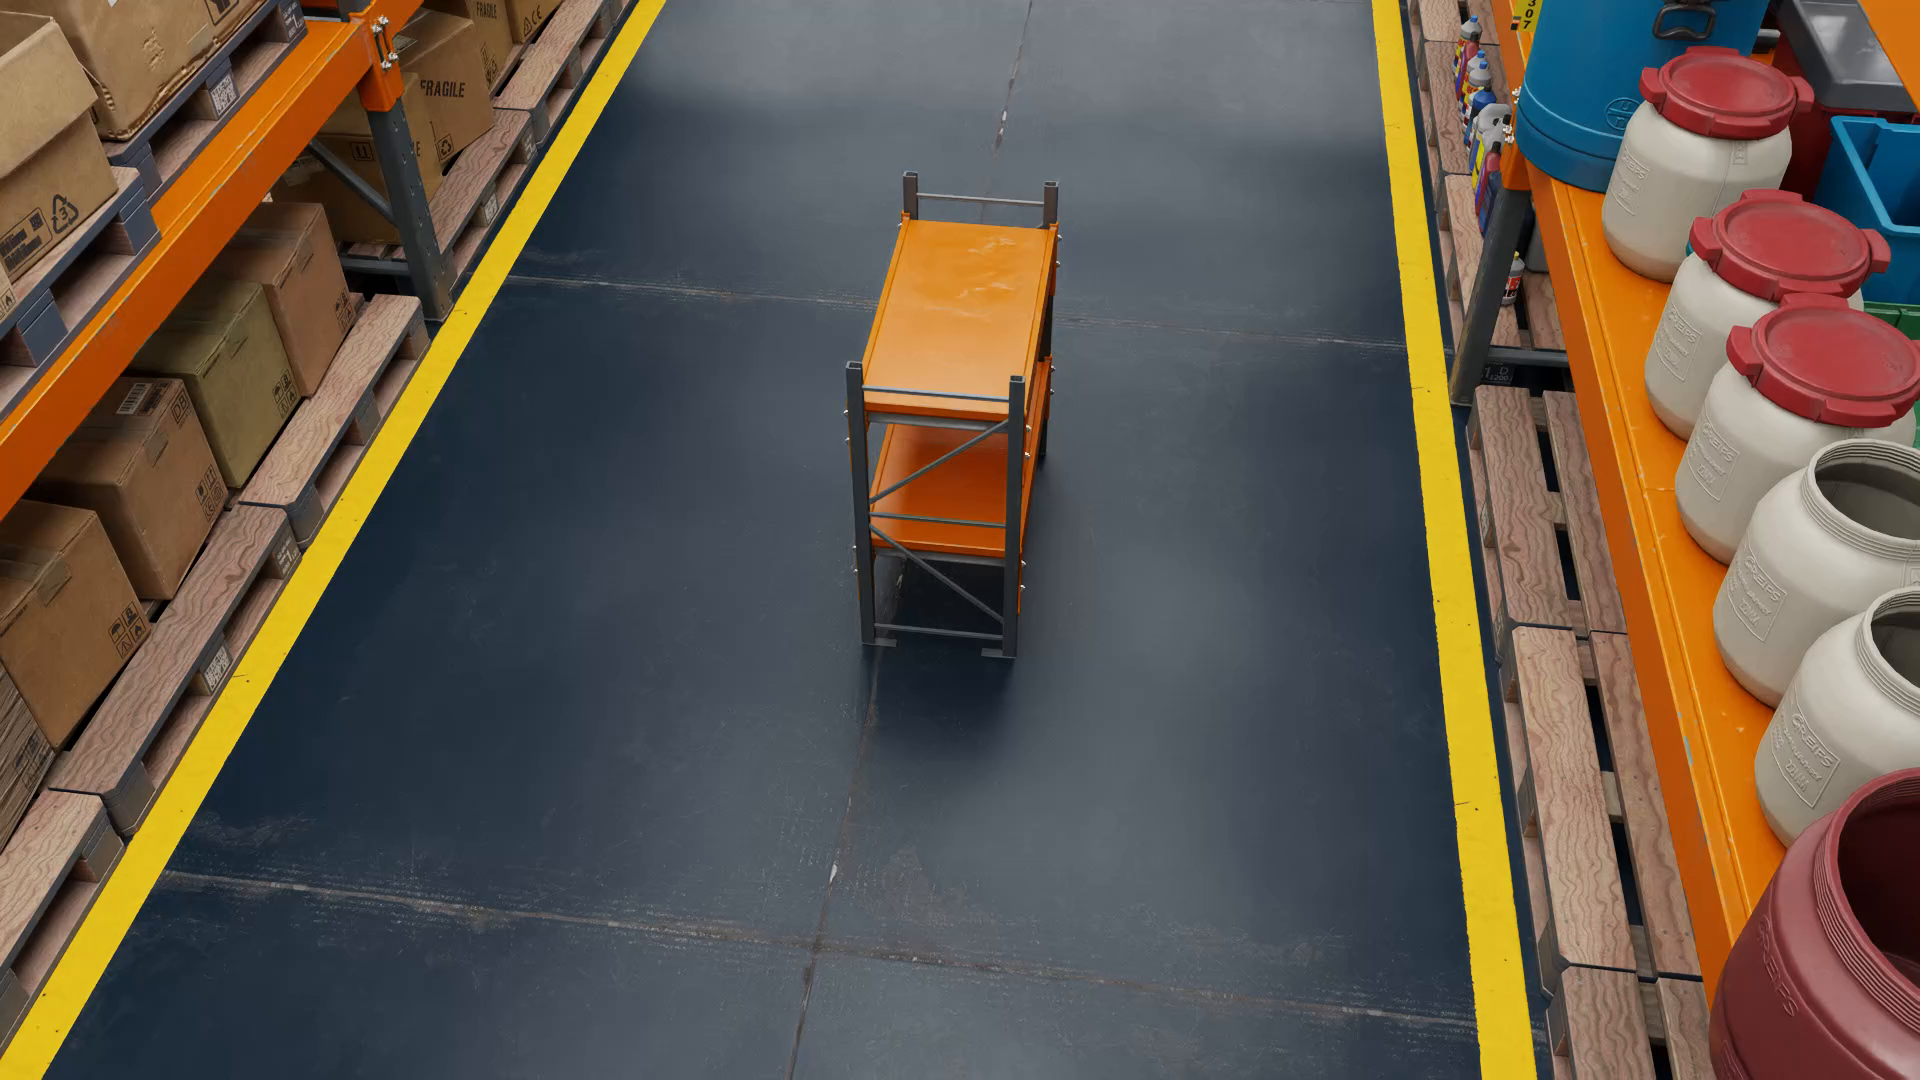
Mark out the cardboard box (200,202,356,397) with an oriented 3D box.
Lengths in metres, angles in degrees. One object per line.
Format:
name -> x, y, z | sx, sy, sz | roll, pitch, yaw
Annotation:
cardboard box -> -2.657, -0.875, 5.991 | 0.700, 0.500, 0.500 | 2, 43, 2

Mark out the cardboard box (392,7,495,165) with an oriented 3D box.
cardboard box -> -2.394, -1.945, 7.135 | 0.500, 0.500, 0.500 | 19, 46, 19

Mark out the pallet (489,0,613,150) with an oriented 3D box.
pallet -> -2.342, -2.322, 8.049 | 1.003, 0.211, 1.213 | 5, 44, 6

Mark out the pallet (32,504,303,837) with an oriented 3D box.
pallet -> -2.815, 0.337, 5.240 | 1.003, 0.211, 1.213 | 5, 44, 6

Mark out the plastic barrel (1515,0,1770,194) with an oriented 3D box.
plastic barrel -> 2.003, -1.536, 4.826 | 0.600, 0.901, 0.708 | 5, 44, 6

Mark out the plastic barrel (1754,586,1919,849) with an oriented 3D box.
plastic barrel -> 1.750, 0.375, 3.091 | 0.421, 0.512, 0.421 | 0, 43, 0

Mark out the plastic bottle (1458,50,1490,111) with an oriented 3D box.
plastic bottle -> 2.290, -2.044, 7.391 | 0.097, 0.271, 0.097 | 0, 43, 0

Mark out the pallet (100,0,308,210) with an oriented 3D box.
pallet -> -2.800, -1.463, 5.253 | 1.003, 0.211, 1.213 | 5, 44, 6

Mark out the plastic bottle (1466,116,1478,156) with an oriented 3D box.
plastic bottle -> 2.236, -1.743, 7.124 | 0.097, 0.201, 0.097 | 0, 43, 0

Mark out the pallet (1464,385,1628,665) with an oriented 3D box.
pallet -> 2.289, -0.038, 5.637 | 1.003, 0.211, 1.213 | 5, 44, 6

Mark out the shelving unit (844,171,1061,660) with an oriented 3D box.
shelving unit -> -0.001, -0.404, 5.358 | 0.538, 1.125, 1.048 | 5, 44, 6

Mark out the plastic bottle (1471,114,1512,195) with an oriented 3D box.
plastic bottle -> 2.222, -1.604, 6.869 | 0.144, 0.351, 0.185 | 5, 44, 5

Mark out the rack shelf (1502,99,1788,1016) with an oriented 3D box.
rack shelf -> 2.090, 0.035, 4.055 | 1.077, 0.370, 4.000 | 5, 44, 6

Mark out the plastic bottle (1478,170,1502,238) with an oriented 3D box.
plastic bottle -> 2.180, -1.383, 6.636 | 0.144, 0.351, 0.185 | 3, 44, 3

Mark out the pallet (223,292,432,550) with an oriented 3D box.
pallet -> -2.656, -0.497, 6.121 | 1.003, 0.211, 1.213 | 5, 44, 6

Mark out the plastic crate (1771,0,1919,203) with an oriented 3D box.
plastic crate -> 2.594, -1.255, 4.847 | 0.402, 0.464, 0.583 | 5, 44, 6

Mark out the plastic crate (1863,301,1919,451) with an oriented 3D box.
plastic crate -> 2.404, -0.300, 4.039 | 0.450, 0.188, 0.662 | 5, 44, 6

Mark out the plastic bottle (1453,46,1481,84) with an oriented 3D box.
plastic bottle -> 2.321, -2.181, 7.588 | 0.097, 0.201, 0.097 | 0, 43, 0

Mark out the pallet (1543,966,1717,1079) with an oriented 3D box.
pallet -> 1.967, 1.625, 3.881 | 1.003, 0.211, 1.213 | 5, 44, 6

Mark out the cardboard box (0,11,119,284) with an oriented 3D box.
cardboard box -> -2.692, -1.040, 4.286 | 0.797, 0.503, 0.637 | 9, 44, 10

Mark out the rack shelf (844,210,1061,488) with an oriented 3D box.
rack shelf -> -0.001, -0.616, 5.157 | 0.538, 0.278, 1.000 | 5, 44, 6

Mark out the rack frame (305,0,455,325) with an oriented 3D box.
rack frame -> -2.555, -2.040, 5.723 | 1.000, 3.000, 0.127 | 5, 44, 6

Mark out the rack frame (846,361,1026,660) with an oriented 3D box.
rack frame -> -0.068, -0.057, 4.992 | 0.500, 1.125, 0.032 | 5, 44, 6

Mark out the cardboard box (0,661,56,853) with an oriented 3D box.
cardboard box -> -2.954, 0.596, 4.436 | 0.700, 0.500, 0.500 | 2, 43, 2

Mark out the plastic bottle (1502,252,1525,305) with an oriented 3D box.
plastic bottle -> 2.094, -1.009, 6.349 | 0.097, 0.201, 0.097 | 0, 43, 0

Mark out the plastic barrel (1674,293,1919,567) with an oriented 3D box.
plastic barrel -> 1.857, -0.212, 3.693 | 0.433, 0.535, 0.433 | 0, 43, 0

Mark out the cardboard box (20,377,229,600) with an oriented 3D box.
cardboard box -> -2.813, -0.171, 5.247 | 0.700, 0.500, 0.500 | 2, 43, 2

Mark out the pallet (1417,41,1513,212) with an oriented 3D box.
pallet -> 2.644, -1.865, 7.566 | 1.003, 0.211, 1.213 | 5, 44, 6

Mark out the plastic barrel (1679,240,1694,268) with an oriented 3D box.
plastic barrel -> 2.028, -0.651, 4.357 | 0.301, 0.262, 0.301 | 0, 43, 0

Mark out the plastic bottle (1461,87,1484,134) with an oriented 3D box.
plastic bottle -> 2.263, -1.883, 7.272 | 0.097, 0.201, 0.097 | 0, 43, 0

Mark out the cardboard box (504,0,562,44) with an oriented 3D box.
cardboard box -> -2.272, -2.751, 7.987 | 0.500, 0.500, 0.500 | 9, 44, 9

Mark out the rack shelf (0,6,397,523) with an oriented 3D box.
rack shelf -> -2.819, -0.416, 4.531 | 1.077, 0.370, 4.000 | 5, 44, 6

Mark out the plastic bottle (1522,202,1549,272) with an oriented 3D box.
plastic bottle -> 2.297, -1.240, 6.484 | 0.144, 0.351, 0.185 | 5, 44, 6
